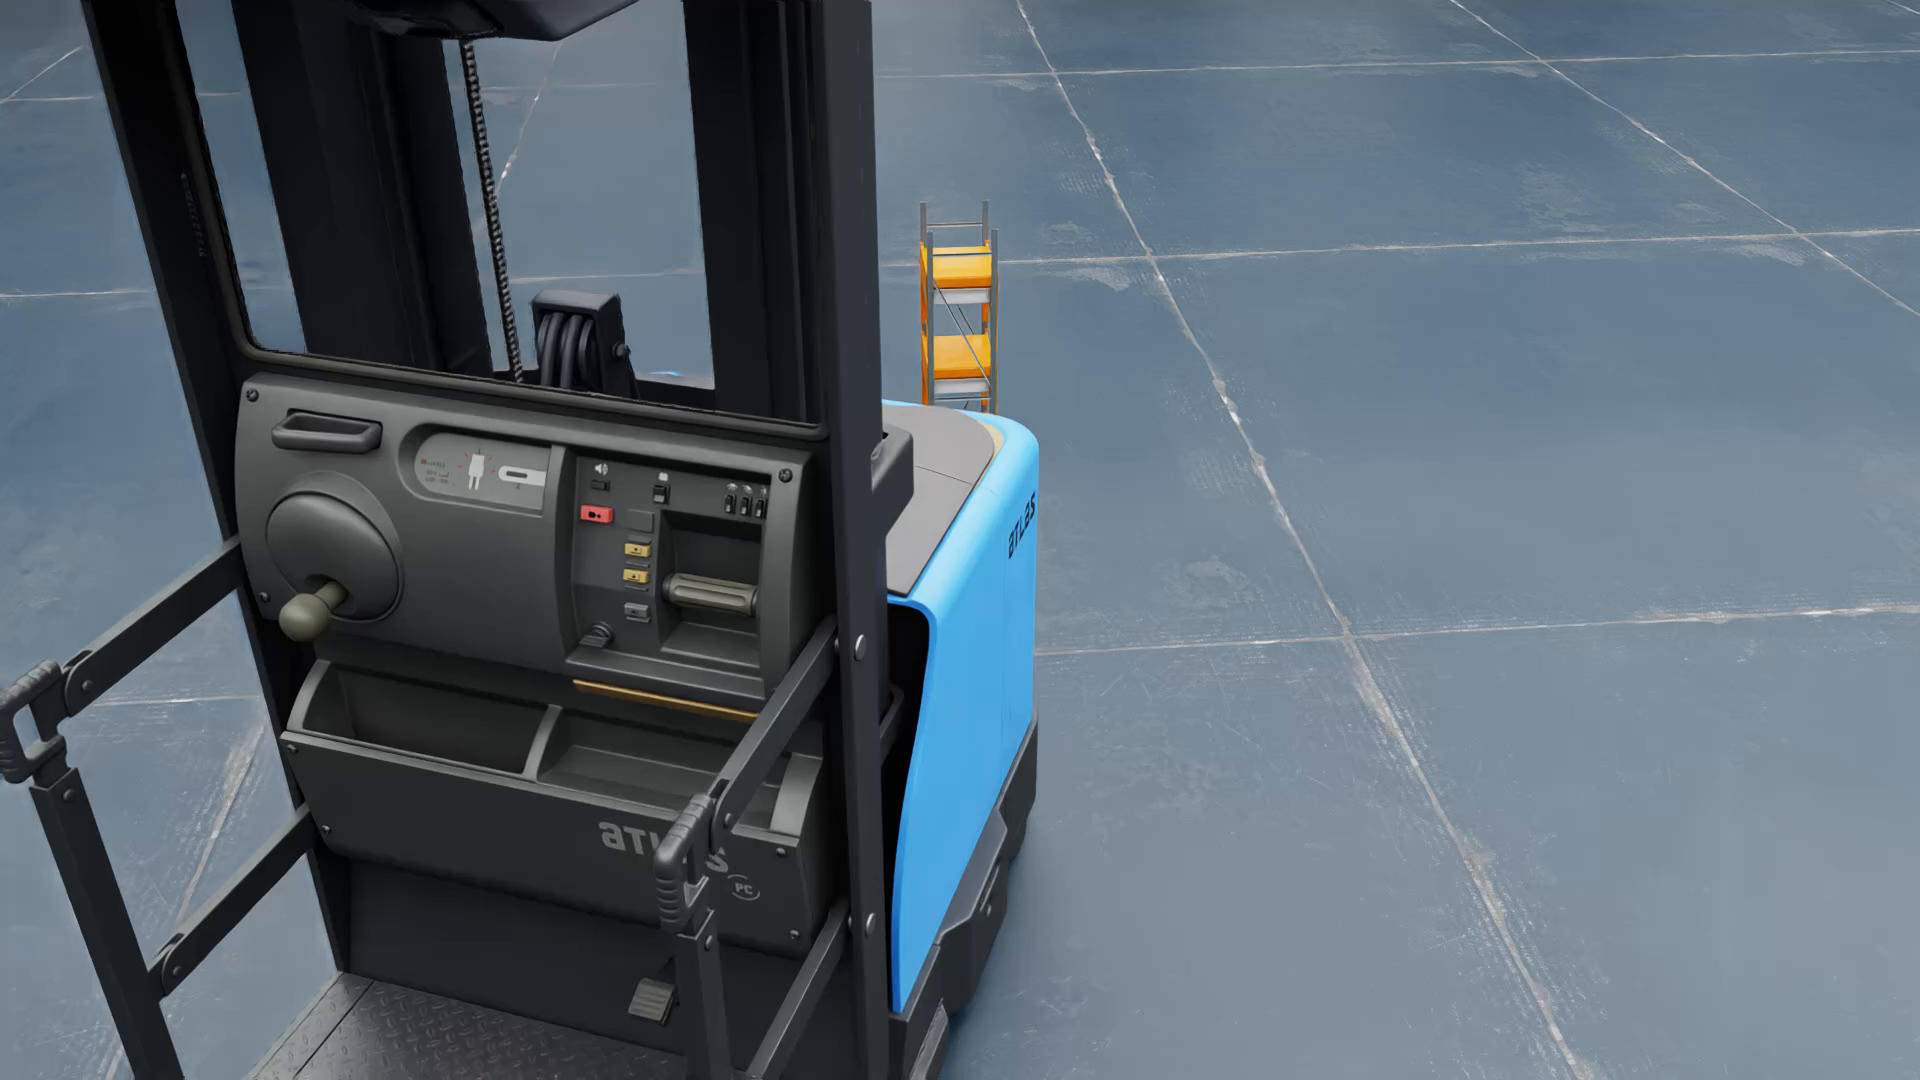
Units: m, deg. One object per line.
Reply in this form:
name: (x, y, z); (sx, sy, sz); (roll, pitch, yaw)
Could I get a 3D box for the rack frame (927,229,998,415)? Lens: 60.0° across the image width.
rack frame: (0.006, -0.416, 4.922); (0.200, 1.050, 0.008); (-3, 31, -5)

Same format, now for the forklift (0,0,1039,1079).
forklift: (-0.733, 0.050, 2.307); (1.130, 2.935, 3.031); (9, 32, 15)

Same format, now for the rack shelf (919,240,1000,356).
rack shelf: (-0.005, -0.713, 4.886); (0.215, 0.259, 0.240); (-3, 31, -5)

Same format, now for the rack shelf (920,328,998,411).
rack shelf: (-0.005, -0.469, 5.032); (0.215, 0.259, 0.240); (-3, 31, -5)

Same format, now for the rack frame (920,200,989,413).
rack frame: (-0.016, -0.540, 5.131); (0.200, 1.050, 0.008); (-3, 31, -5)

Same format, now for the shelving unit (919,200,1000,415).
shelving unit: (-0.005, -0.478, 5.027); (0.215, 1.050, 0.252); (-3, 31, -5)

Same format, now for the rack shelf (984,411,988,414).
rack shelf: (-0.005, -0.230, 5.174); (0.215, 0.259, 0.240); (-3, 31, -5)
